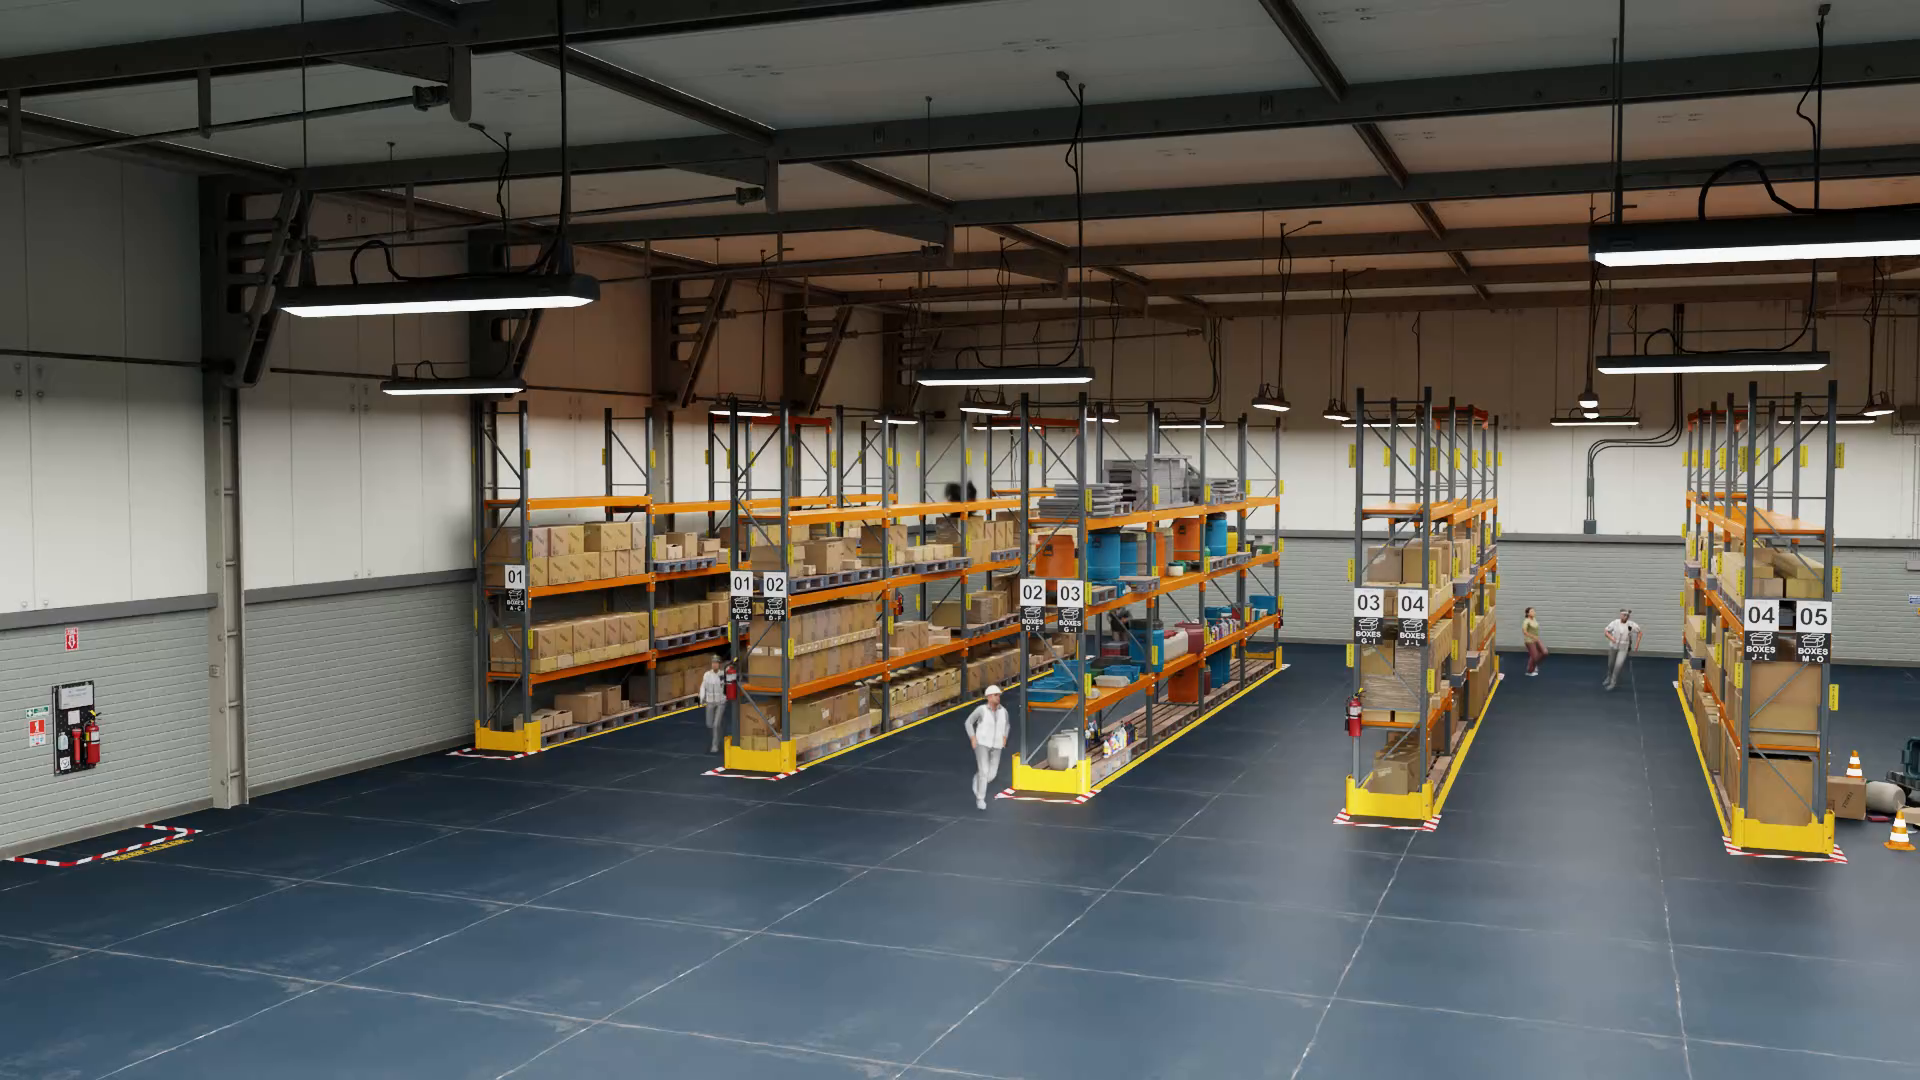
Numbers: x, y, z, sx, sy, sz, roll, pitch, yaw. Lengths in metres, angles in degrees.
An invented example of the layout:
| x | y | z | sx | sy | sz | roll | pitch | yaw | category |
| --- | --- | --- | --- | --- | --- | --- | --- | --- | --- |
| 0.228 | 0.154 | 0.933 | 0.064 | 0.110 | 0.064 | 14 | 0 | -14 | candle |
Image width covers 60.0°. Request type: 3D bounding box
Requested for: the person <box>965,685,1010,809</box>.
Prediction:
| x | y | z | sx | sy | sz | roll | pitch | yaw | category |
| --- | --- | --- | --- | --- | --- | --- | --- | --- | --- |
| 0.413 | 2.980 | 24.184 | 0.695 | 1.741 | 0.718 | -1 | 3 | -22 | person |

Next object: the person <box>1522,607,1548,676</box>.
| x | y | z | sx | sy | sz | roll | pitch | yaw | category |
| --- | --- | --- | --- | --- | --- | --- | --- | --- | --- |
| 13.181 | 2.335 | 38.166 | 0.568 | 1.599 | 0.567 | -2 | 3 | -34 | person |

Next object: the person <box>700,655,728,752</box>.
| x | y | z | sx | sy | sz | roll | pitch | yaw | category |
| --- | --- | --- | --- | --- | --- | --- | --- | --- | --- |
| -4.179 | 2.797 | 28.673 | 0.626 | 1.671 | 0.588 | 0 | 3 | 7 | person |

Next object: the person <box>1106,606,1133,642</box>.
| x | y | z | sx | sy | sz | roll | pitch | yaw | category |
| --- | --- | --- | --- | --- | --- | --- | --- | --- | --- |
| 3.816 | 2.221 | 39.734 | 0.650 | 1.781 | 0.714 | 0 | 3 | 7 | person |

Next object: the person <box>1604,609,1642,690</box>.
| x | y | z | sx | sy | sz | roll | pitch | yaw | category |
| --- | --- | --- | --- | --- | --- | --- | --- | --- | --- |
| 14.408 | 2.363 | 36.243 | 0.772 | 1.757 | 0.918 | 2 | 3 | 30 | person |
